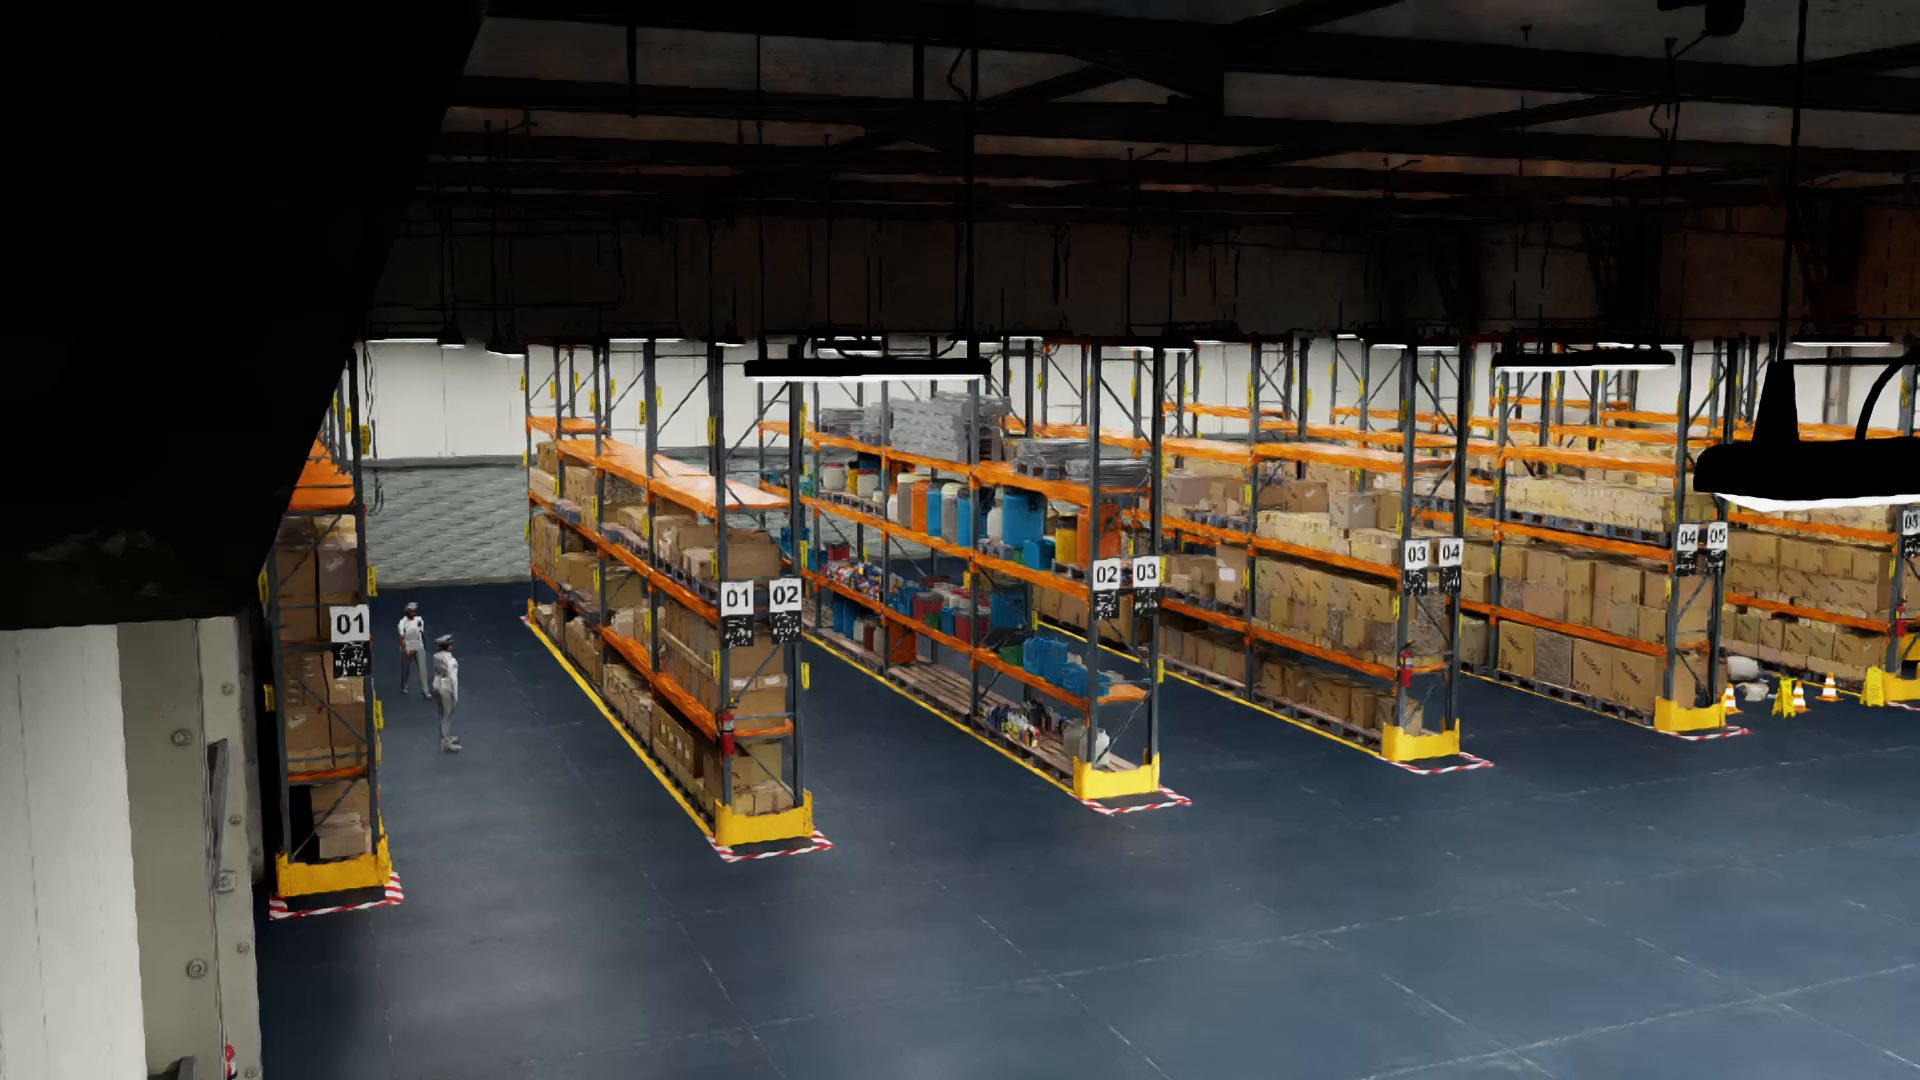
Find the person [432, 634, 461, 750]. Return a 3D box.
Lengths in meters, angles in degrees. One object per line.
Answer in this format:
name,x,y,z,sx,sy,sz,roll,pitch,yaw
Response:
person,-7.562,2.227,24.572,0.552,1.684,0.433,7,10,42

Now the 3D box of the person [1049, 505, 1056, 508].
person,2.302,-0.053,41.653,0.575,1.689,1.119,-3,8,-24

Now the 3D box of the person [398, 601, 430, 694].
person,-9.210,1.781,27.910,0.445,1.571,0.829,-4,9,-30
